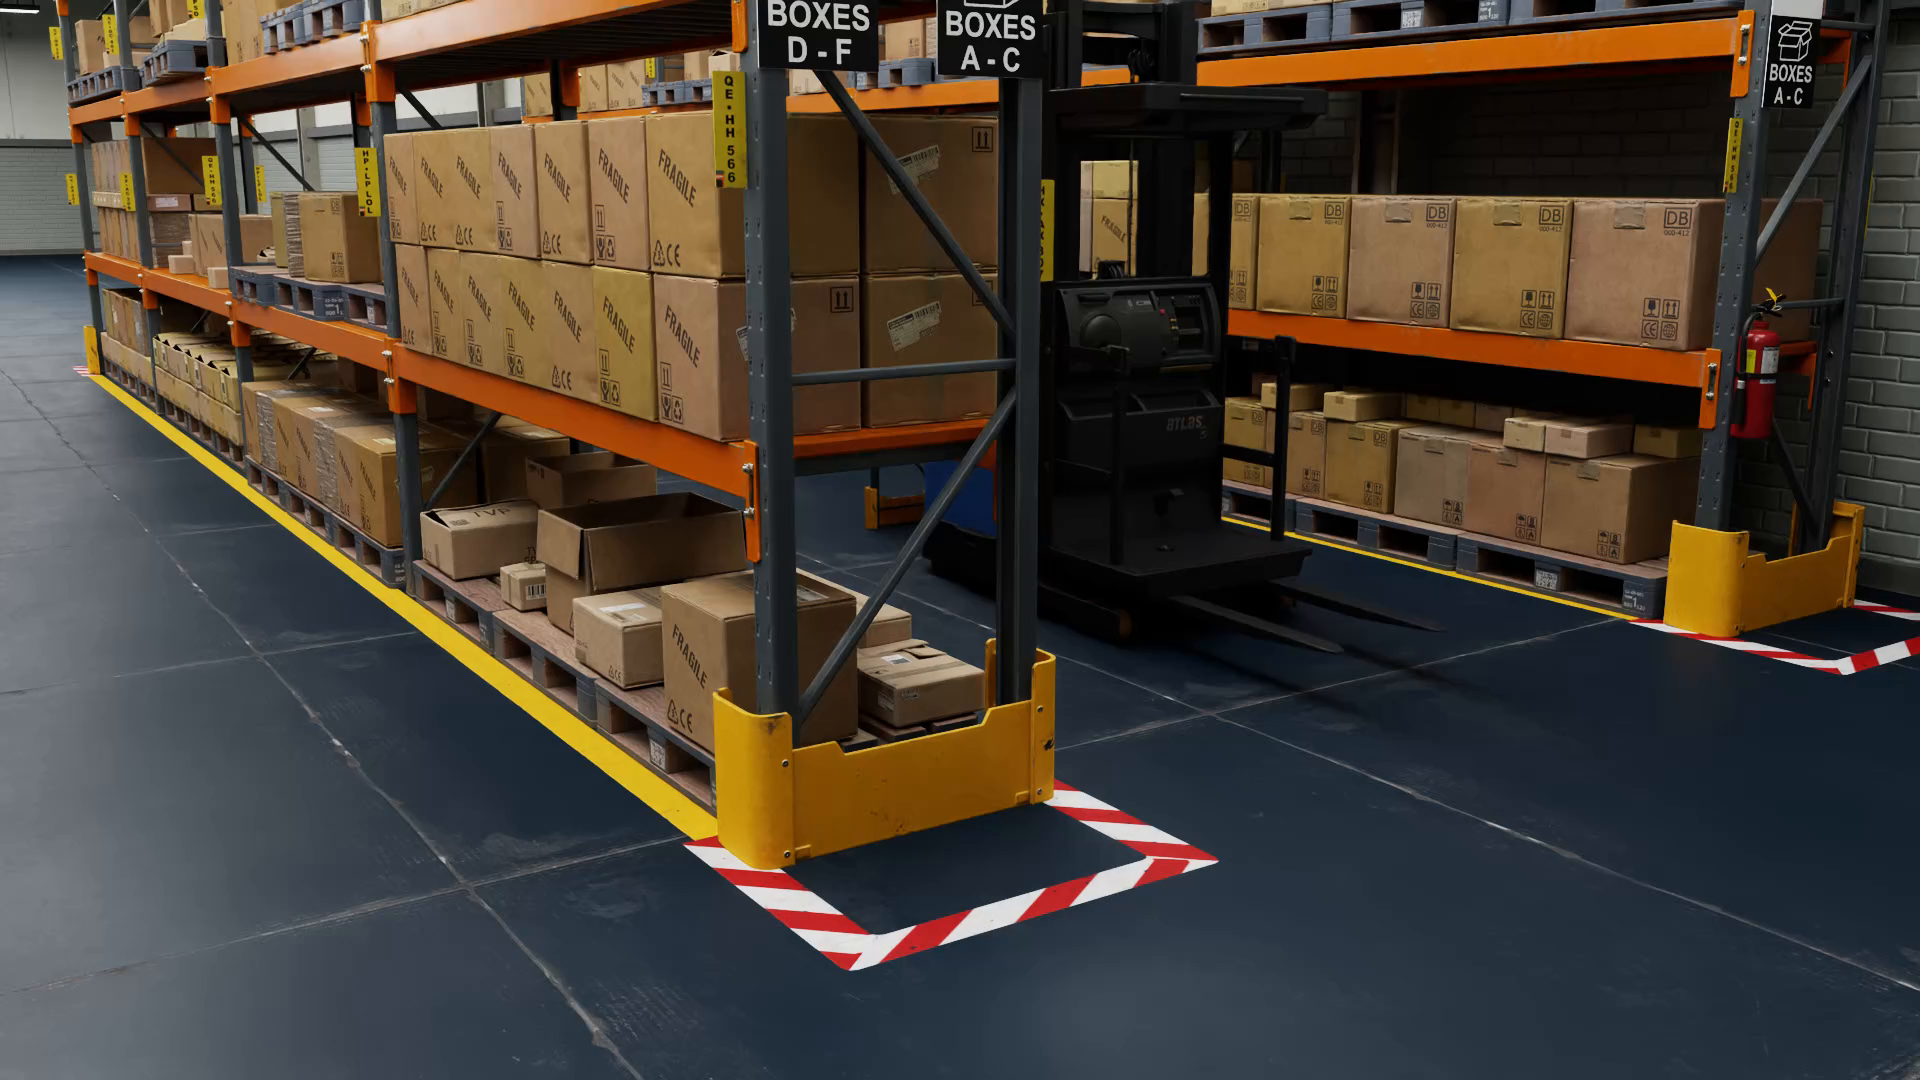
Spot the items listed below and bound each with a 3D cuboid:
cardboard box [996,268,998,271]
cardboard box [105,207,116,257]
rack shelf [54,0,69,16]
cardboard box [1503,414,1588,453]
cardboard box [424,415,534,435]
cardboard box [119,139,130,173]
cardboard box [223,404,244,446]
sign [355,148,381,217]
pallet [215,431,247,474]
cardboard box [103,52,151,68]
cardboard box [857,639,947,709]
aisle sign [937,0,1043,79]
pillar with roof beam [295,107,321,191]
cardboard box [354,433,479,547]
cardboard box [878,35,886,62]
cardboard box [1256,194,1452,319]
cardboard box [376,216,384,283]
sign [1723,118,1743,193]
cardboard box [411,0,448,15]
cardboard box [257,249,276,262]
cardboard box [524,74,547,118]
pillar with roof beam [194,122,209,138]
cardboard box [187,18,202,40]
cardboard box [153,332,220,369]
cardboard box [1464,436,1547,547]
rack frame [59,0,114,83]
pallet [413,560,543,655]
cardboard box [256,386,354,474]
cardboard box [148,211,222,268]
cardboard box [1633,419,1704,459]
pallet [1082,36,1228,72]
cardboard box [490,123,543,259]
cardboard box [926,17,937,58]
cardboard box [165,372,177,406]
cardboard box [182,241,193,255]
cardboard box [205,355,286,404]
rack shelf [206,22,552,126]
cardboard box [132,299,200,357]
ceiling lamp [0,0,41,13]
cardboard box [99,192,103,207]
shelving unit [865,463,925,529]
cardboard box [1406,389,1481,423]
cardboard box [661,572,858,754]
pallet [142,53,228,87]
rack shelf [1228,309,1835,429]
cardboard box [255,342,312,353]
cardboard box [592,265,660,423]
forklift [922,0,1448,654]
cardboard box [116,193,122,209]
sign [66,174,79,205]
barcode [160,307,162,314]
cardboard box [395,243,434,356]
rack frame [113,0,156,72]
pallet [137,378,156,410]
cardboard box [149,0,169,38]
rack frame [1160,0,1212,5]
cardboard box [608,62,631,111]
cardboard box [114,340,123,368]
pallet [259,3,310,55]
[{"bbox_3d":[0.490,-2.012,12.580,0.380,0.149,0.250,-8,14,-31],"label":"cardboard box"},{"bbox_3d":[-8.509,-3.237,17.408,0.700,0.500,0.500,-8,14,-31],"label":"cardboard box"},{"bbox_3d":[-7.944,-5.394,16.082,1.077,0.370,4.000,-8,15,-33],"label":"rack shelf"},{"bbox_3d":[3.098,-0.567,8.783,0.380,0.149,0.250,-8,14,-31],"label":"cardboard box"},{"bbox_3d":[-2.774,-0.433,9.643,0.500,0.500,0.500,-8,15,-32],"label":"cardboard box"},{"bbox_3d":[-7.645,-3.594,16.003,0.700,0.500,0.500,-8,15,-33],"label":"cardboard box"},{"bbox_3d":[-5.114,-0.869,12.268,0.500,0.250,0.500,-8,15,-31],"label":"cardboard box"},{"bbox_3d":[-2.864,-1.730,8.043,0.100,0.325,0.005,-8,15,-33],"label":"sign"},{"bbox_3d":[-5.044,-0.731,12.712,1.003,0.211,1.213,-8,15,-33],"label":"pallet"},{"bbox_3d":[-7.732,-4.452,15.456,0.380,0.149,0.250,-8,15,-33],"label":"cardboard box"},{"bbox_3d":[-0.272,0.490,6.203,0.380,0.166,0.250,-8,15,-33],"label":"cardboard box"},{"bbox_3d":[0.095,-1.812,5.043,0.394,0.787,0.004,-8,15,-33],"label":"aisle sign"},{"bbox_3d":[-17.379,-9.553,32.480,9.100,9.000,0.400,-8,15,-33],"label":"pillar with roof beam"},{"bbox_3d":[-2.916,-0.279,8.937,0.500,0.500,0.500,-8,15,-33],"label":"cardboard box"},{"bbox_3d":[-0.706,-4.209,14.784,0.500,0.500,0.500,-8,15,-33],"label":"cardboard box"},{"bbox_3d":[2.405,-1.736,10.076,0.980,0.700,0.700,-9,15,-34],"label":"cardboard box"},{"bbox_3d":[-2.914,-1.711,9.446,0.700,0.500,0.500,-6,14,-24],"label":"cardboard box"},{"bbox_3d":[3.475,-1.726,7.470,0.100,0.325,0.005,-8,15,-33],"label":"sign"},{"bbox_3d":[-2.067,-2.418,7.228,0.500,0.250,0.500,-8,15,-33],"label":"cardboard box"},{"bbox_3d":[-4.785,-1.969,12.052,0.500,0.311,0.500,-7,14,-29],"label":"cardboard box"},{"bbox_3d":[-4.953,-5.387,20.173,0.500,0.500,0.500,-8,14,-31],"label":"cardboard box"},{"bbox_3d":[-24.028,-11.687,42.240,9.100,9.000,0.548,-8,15,-33],"label":"pillar with roof beam"},{"bbox_3d":[-5.531,-3.808,12.601,0.500,0.250,0.500,-8,15,-34],"label":"cardboard box"},{"bbox_3d":[-6.814,-1.687,14.695,0.500,0.311,0.500,-8,15,-33],"label":"cardboard box"},{"bbox_3d":[3.186,-0.292,9.046,0.700,0.500,0.500,-8,15,-33],"label":"cardboard box"},{"bbox_3d":[-9.052,-6.296,17.589,1.000,3.000,0.127,-8,15,-33],"label":"rack frame"},{"bbox_3d":[-2.024,0.253,8.209,1.003,0.211,1.213,-8,15,-33],"label":"pallet"},{"bbox_3d":[-4.311,-0.729,10.996,0.500,0.500,0.500,-9,15,-35],"label":"cardboard box"},{"bbox_3d":[-7.087,-2.781,15.323,0.700,0.500,0.500,-9,15,-34],"label":"cardboard box"},{"bbox_3d":[3.699,-0.522,8.576,0.380,0.149,0.250,-8,15,-32],"label":"cardboard box"},{"bbox_3d":[1.169,-3.347,11.574,0.805,0.209,1.217,-9,15,-35],"label":"pallet"},{"bbox_3d":[-1.519,-1.376,6.560,0.500,0.500,0.500,-8,14,-31],"label":"cardboard box"},{"bbox_3d":[0.156,-4.091,13.264,0.700,0.500,0.500,-9,15,-36],"label":"cardboard box"},{"bbox_3d":[-6.537,-1.324,14.347,0.500,0.250,0.500,-8,14,-31],"label":"cardboard box"},{"bbox_3d":[-6.527,-2.498,14.616,0.500,0.250,0.500,-7,14,-29],"label":"cardboard box"},{"bbox_3d":[-5.408,-1.234,12.624,0.500,0.311,0.500,-8,15,-34],"label":"cardboard box"},{"bbox_3d":[-3.512,-2.701,9.853,1.077,0.370,4.000,-8,15,-33],"label":"rack shelf"},{"bbox_3d":[-7.542,-2.029,15.817,0.500,0.500,0.500,-8,15,-33],"label":"cardboard box"},{"bbox_3d":[-22.433,-13.774,38.119,2.000,3.185,0.800,-8,15,-33],"label":"ceiling lamp"},{"bbox_3d":[-8.729,-3.545,17.297,0.380,0.149,0.250,-8,15,-33],"label":"cardboard box"},{"bbox_3d":[-0.048,-0.751,9.785,0.587,1.500,1.083,-8,15,-32],"label":"shelving unit"},{"bbox_3d":[2.855,-0.792,9.812,0.380,0.149,0.250,-8,15,-34],"label":"cardboard box"},{"bbox_3d":[-0.694,0.419,5.746,0.500,0.500,0.500,-8,15,-33],"label":"cardboard box"},{"bbox_3d":[-5.692,-3.624,12.835,1.003,0.211,1.213,-7,14,-30],"label":"pallet"},{"bbox_3d":[2.826,-1.111,9.605,1.077,0.370,4.000,-8,15,-33],"label":"rack shelf"},{"bbox_3d":[-5.530,-1.481,13.754,0.500,0.311,0.500,-8,15,-33],"label":"cardboard box"},{"bbox_3d":[-0.953,-0.708,5.844,0.500,0.500,0.500,-8,15,-32],"label":"cardboard box"},{"bbox_3d":[0.997,-1.070,7.894,1.130,2.935,3.031,-8,14,-31],"label":"forklift"},{"bbox_3d":[-8.017,-3.316,16.250,0.380,0.149,0.250,-8,14,-31],"label":"cardboard box"},{"bbox_3d":[-9.518,-3.762,17.833,0.100,0.325,0.005,-8,15,-33],"label":"sign"},{"bbox_3d":[-7.041,-2.022,14.661,0.001,0.075,0.075,-8,15,-33],"label":"barcode"},{"bbox_3d":[-2.348,-1.157,7.898,0.500,0.500,0.500,-8,14,-31],"label":"cardboard box"},{"bbox_3d":[-6.836,-5.585,14.336,1.000,3.000,0.127,-8,15,-33],"label":"rack frame"},{"bbox_3d":[-7.242,-1.438,15.944,1.003,0.211,1.213,-8,15,-33],"label":"pallet"},{"bbox_3d":[-6.527,-4.503,14.024,0.500,0.500,0.500,-8,15,-32],"label":"cardboard box"},{"bbox_3d":[1.718,-4.749,10.514,1.000,3.000,0.127,-8,15,-33],"label":"rack frame"},{"bbox_3d":[-3.469,-4.917,18.023,0.500,0.500,0.500,-10,16,-37],"label":"cardboard box"},{"bbox_3d":[-8.384,-1.928,17.110,0.500,0.250,0.500,-8,15,-33],"label":"cardboard box"},{"bbox_3d":[-3.284,-2.913,9.580,1.213,0.211,1.003,-8,15,-33],"label":"pallet"}]
